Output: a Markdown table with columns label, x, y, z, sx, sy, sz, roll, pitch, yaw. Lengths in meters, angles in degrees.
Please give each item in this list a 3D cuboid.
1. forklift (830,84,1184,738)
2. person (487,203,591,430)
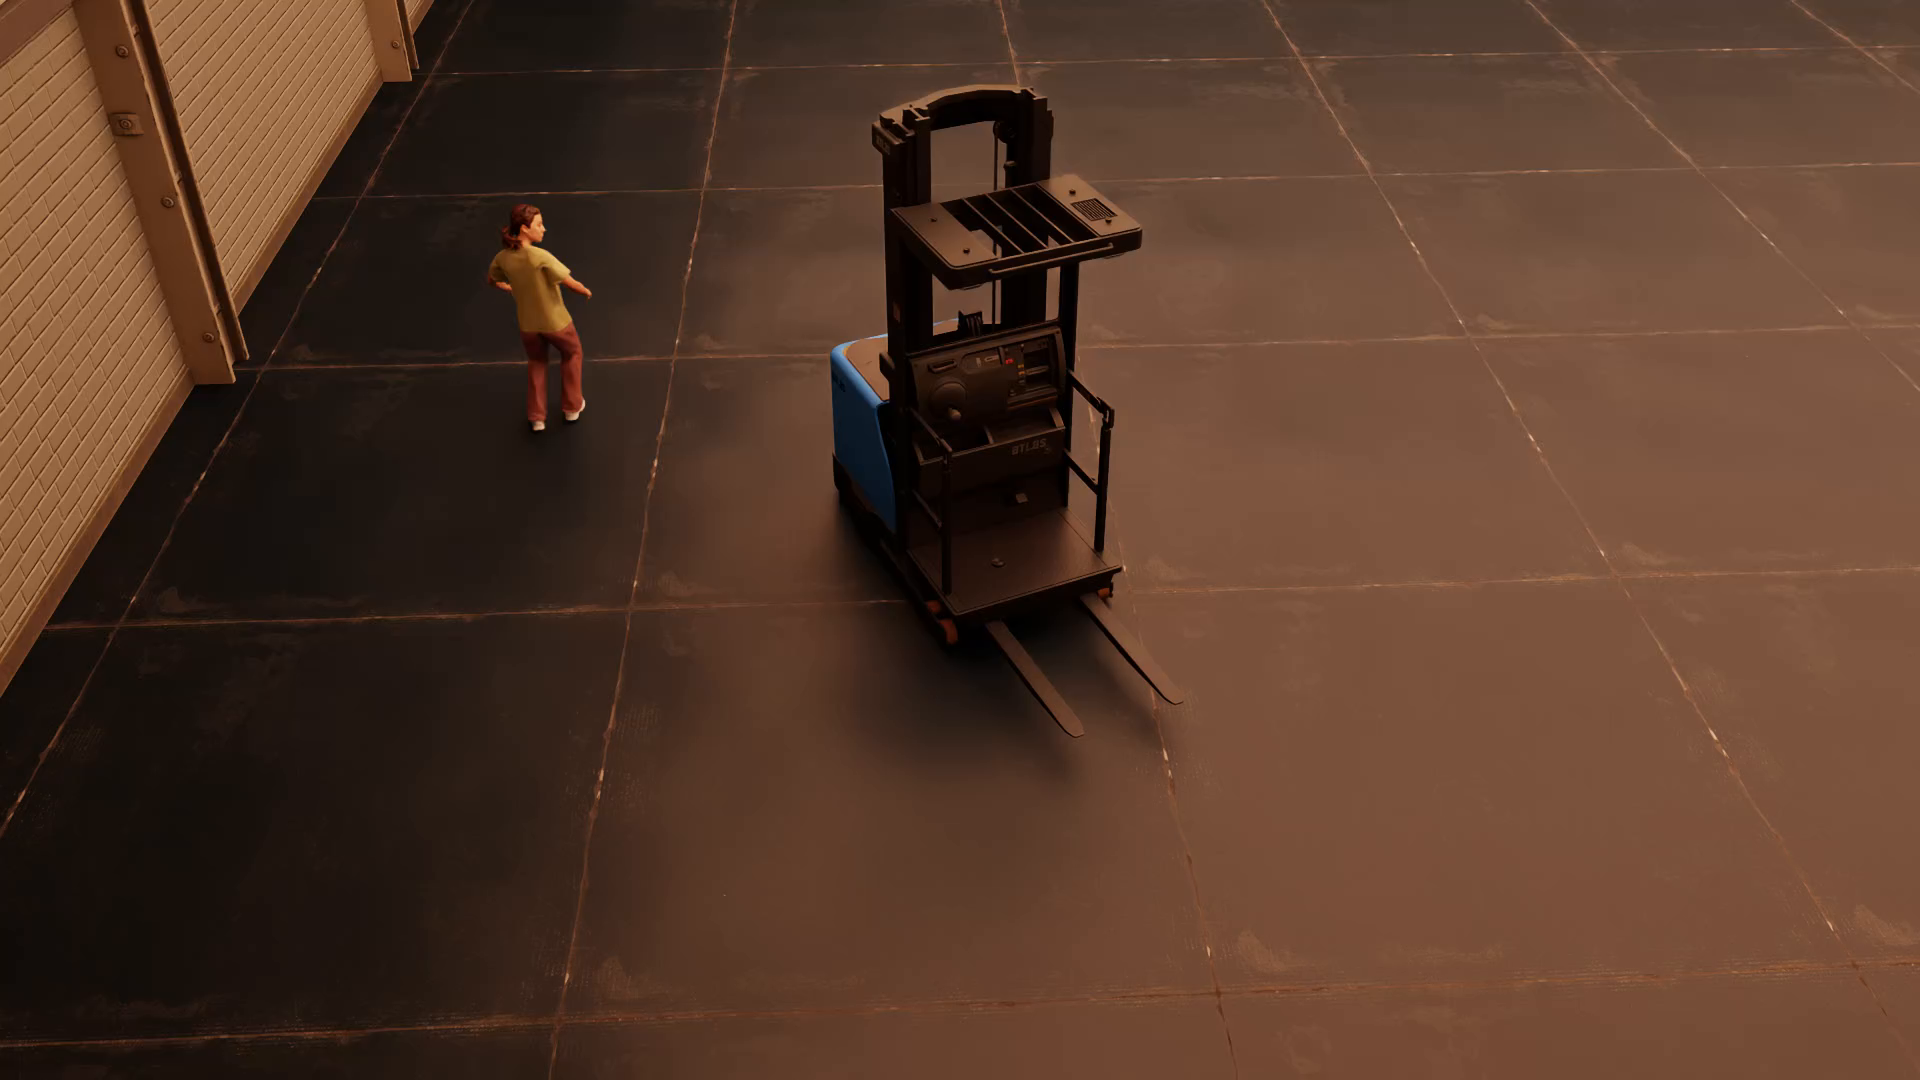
| label | x | y | z | sx | sy | sz | roll | pitch | yaw |
| --- | --- | --- | --- | --- | --- | --- | --- | --- | --- |
| forklift | 0.258 | -0.860 | 9.192 | 1.130 | 2.935 | 3.031 | -15 | 39 | -20 |
| person | -2.812 | -1.508 | 11.234 | 0.693 | 1.621 | 0.518 | 6 | 36 | 8 |
